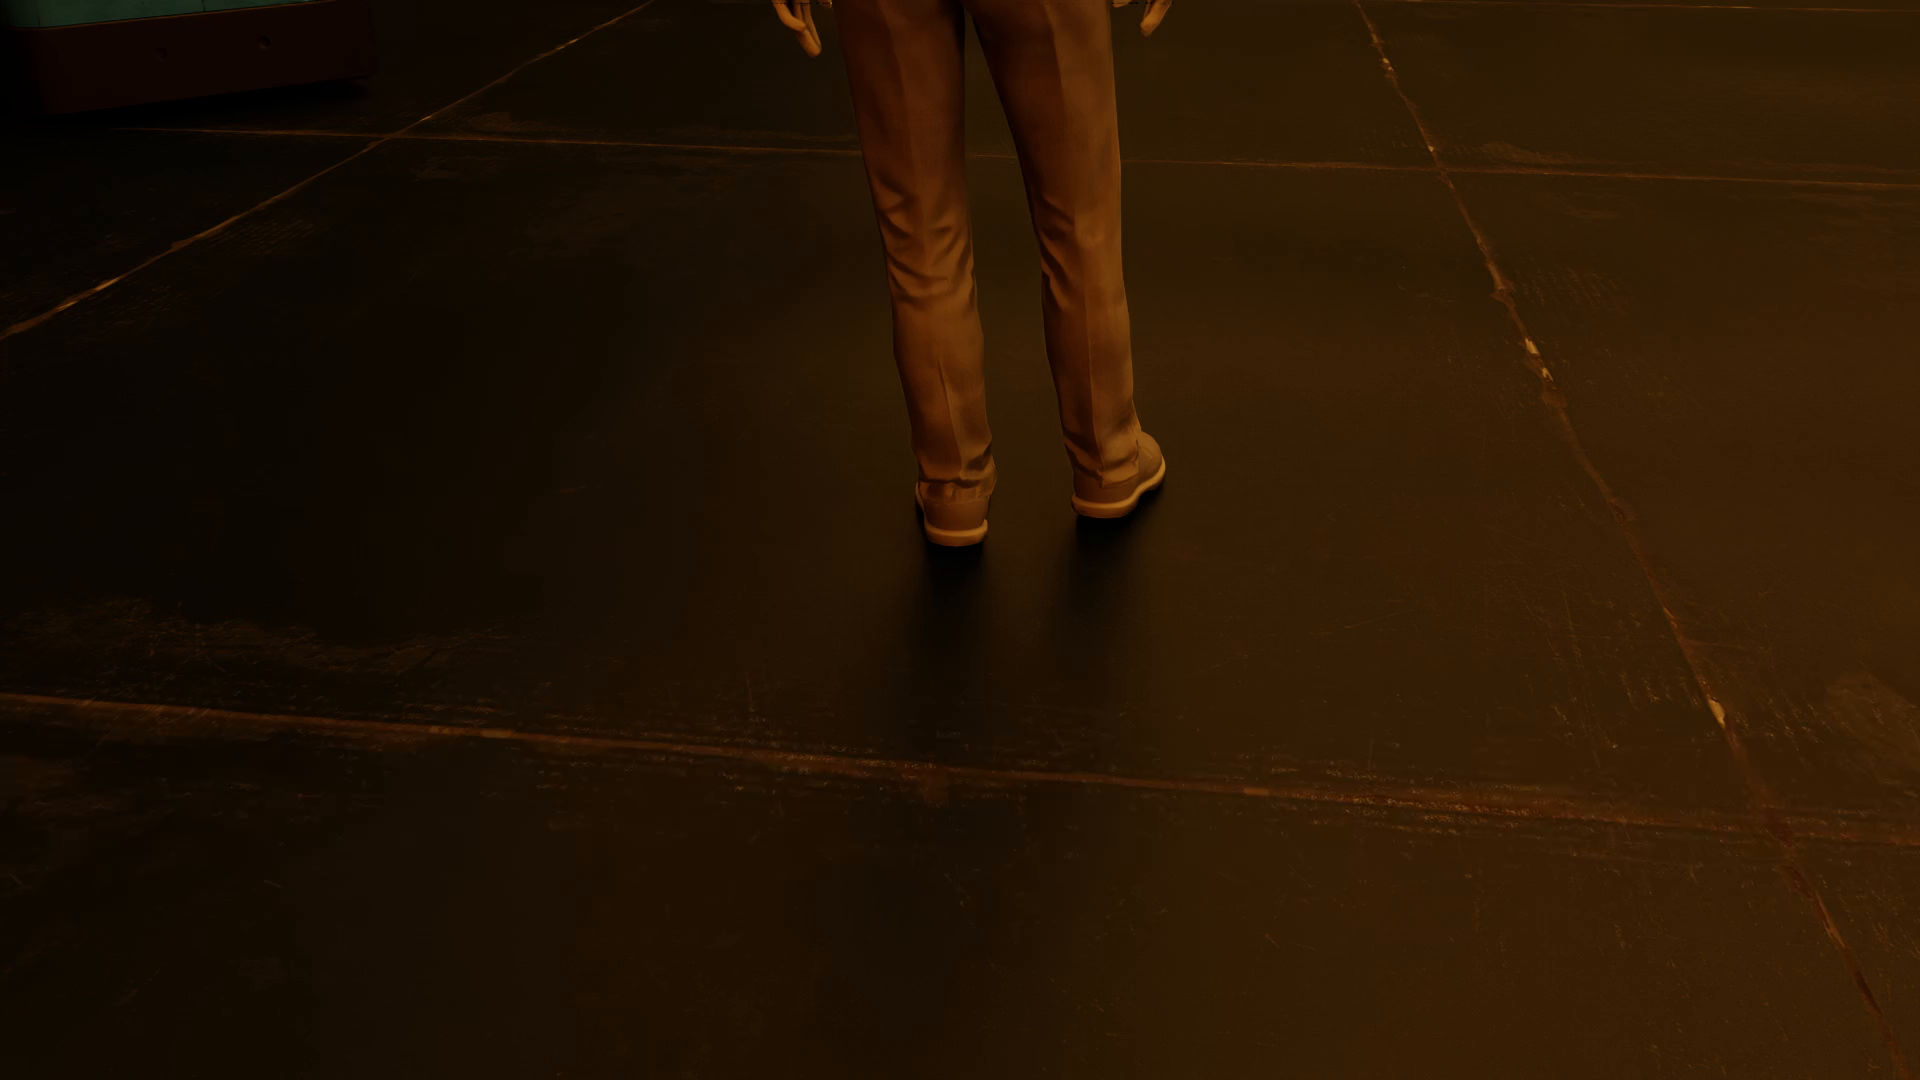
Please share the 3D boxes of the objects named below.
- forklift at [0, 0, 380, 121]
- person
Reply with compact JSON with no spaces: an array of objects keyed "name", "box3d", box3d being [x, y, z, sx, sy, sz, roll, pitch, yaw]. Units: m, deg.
[{"name":"forklift","box3d":[-3.194,-3.126,5.483,1.130,2.935,3.031,-20,33,-34]},{"name":"person","box3d":[0.024,-0.793,2.176,0.569,1.696,0.534,3,27,7]}]
